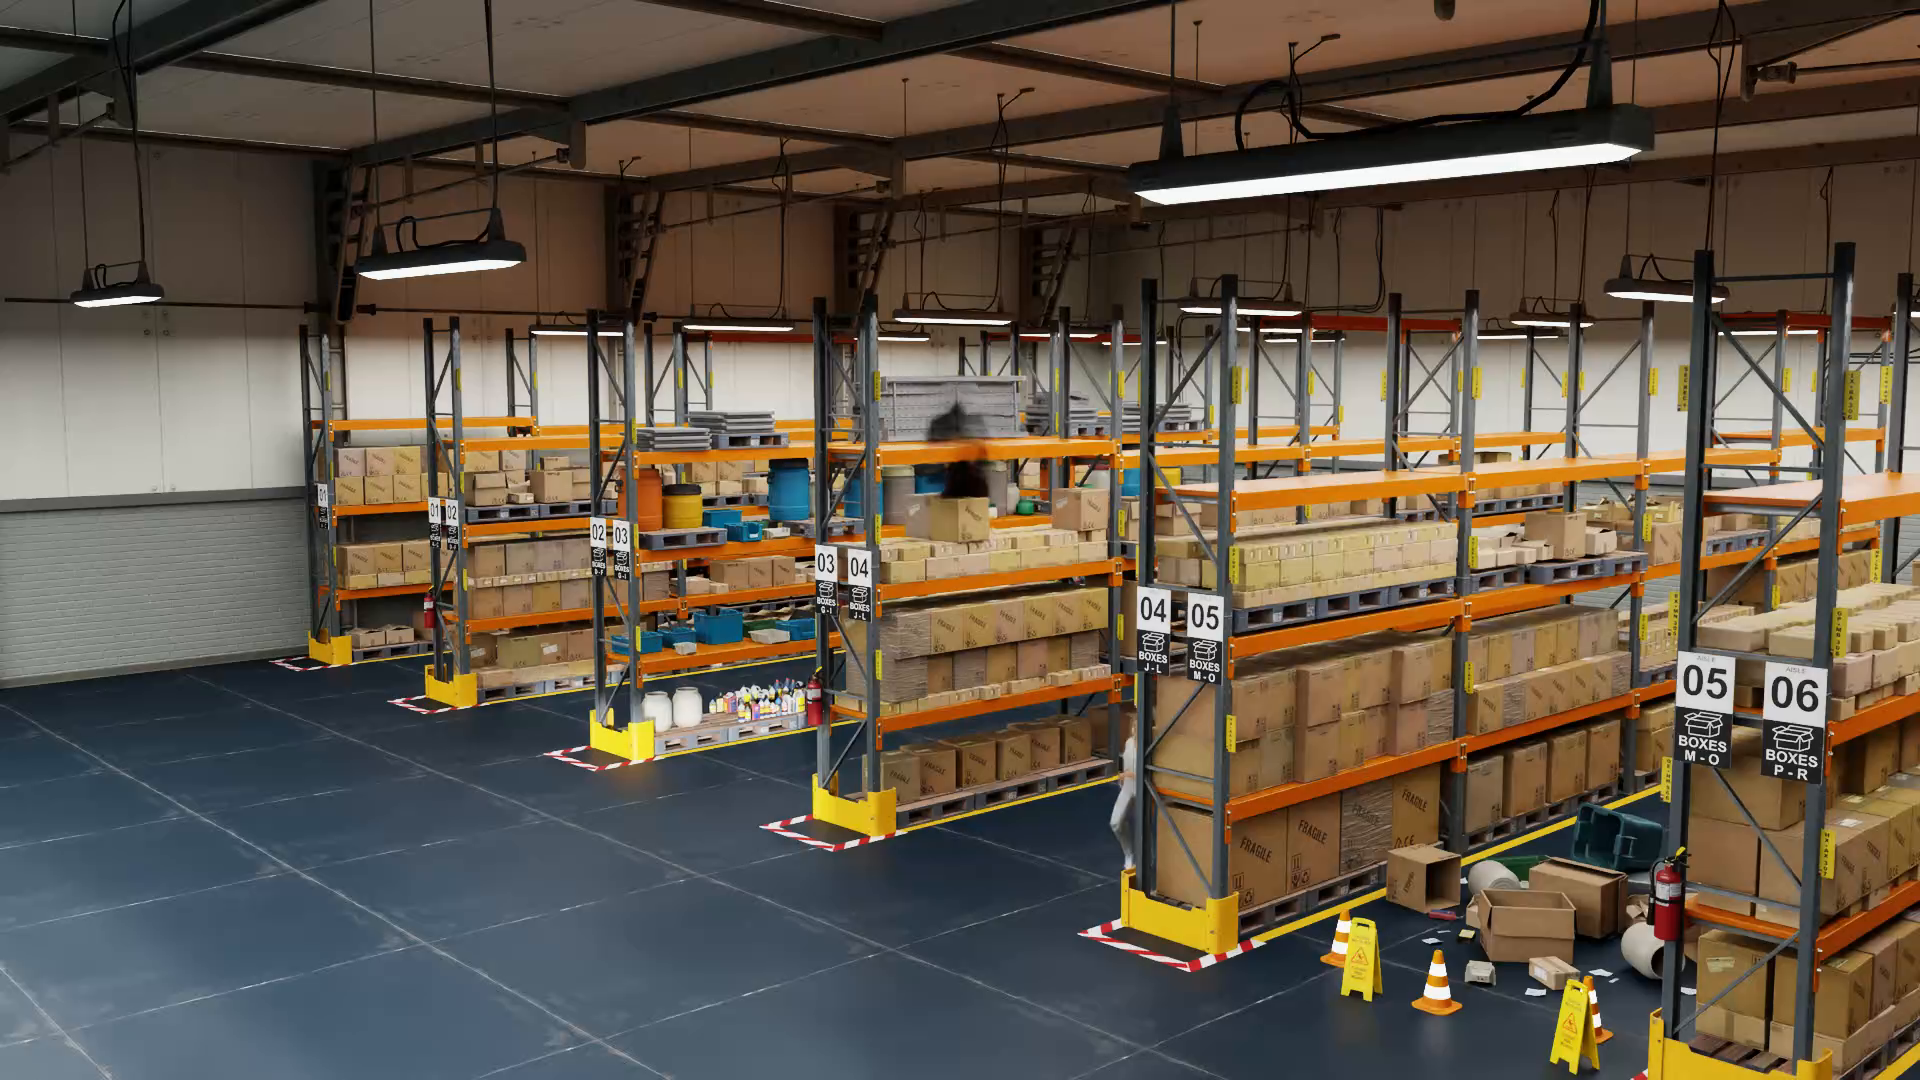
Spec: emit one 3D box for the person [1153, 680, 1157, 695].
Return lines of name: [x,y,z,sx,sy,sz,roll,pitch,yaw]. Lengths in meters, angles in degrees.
person: [3.037,1.695,26.369,0.574,1.610,0.556,4,7,37]

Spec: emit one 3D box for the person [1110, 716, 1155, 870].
person: [1.809,2.604,17.104,0.552,1.639,0.613,4,7,37]
